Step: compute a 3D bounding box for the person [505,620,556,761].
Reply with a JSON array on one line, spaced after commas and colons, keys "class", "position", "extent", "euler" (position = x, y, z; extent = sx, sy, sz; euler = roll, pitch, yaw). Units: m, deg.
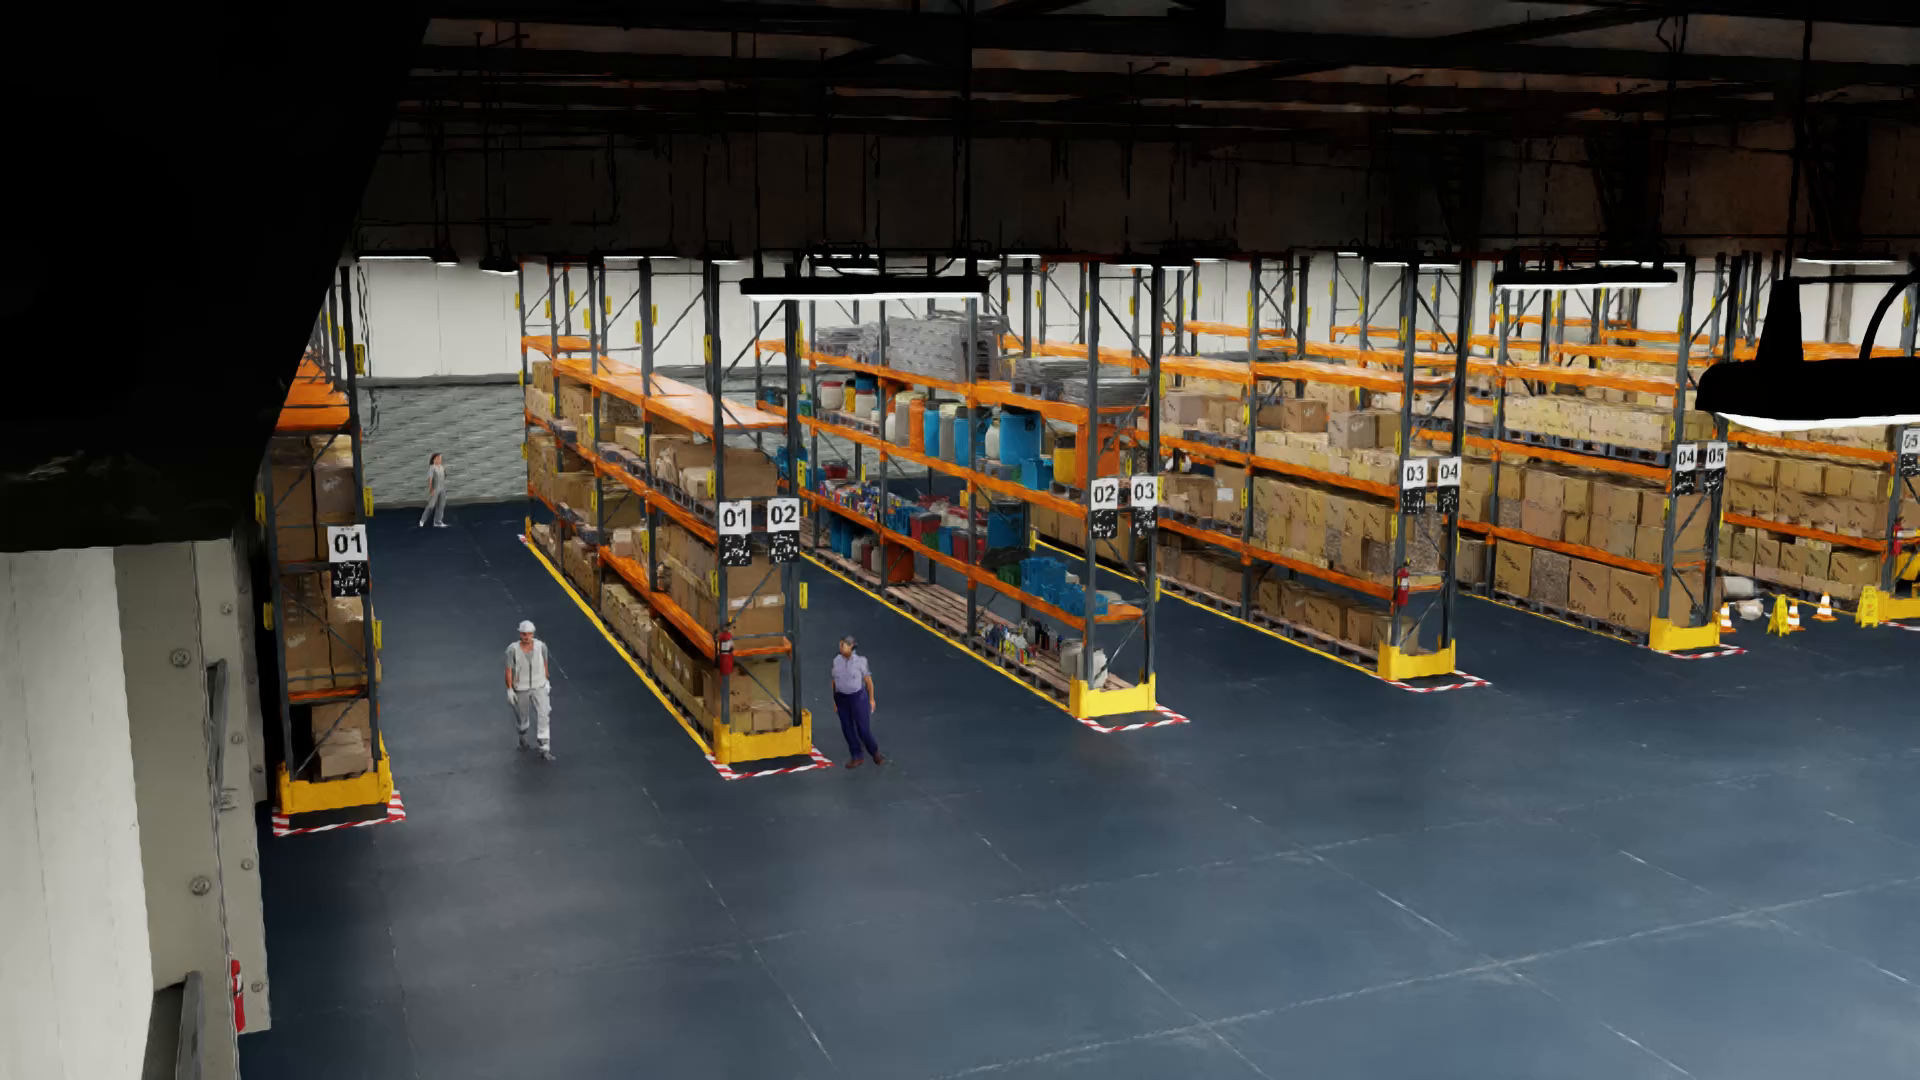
[{"class": "person", "position": [-5.268, 1.803, 20.332], "extent": [0.553, 1.707, 1.105], "euler": [-4, 11, -20]}]

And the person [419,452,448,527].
[{"class": "person", "position": [-11.568, -1.095, 36.406], "extent": [0.497, 1.664, 0.642], "euler": [5, 12, 26]}]

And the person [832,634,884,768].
[{"class": "person", "position": [-1.233, 1.930, 19.956], "extent": [0.623, 1.633, 0.463], "euler": [4, 11, 21]}]

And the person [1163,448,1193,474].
[{"class": "person", "position": [4.912, -1.287, 37.356], "extent": [0.719, 1.714, 0.578], "euler": [-4, 11, -23]}]
